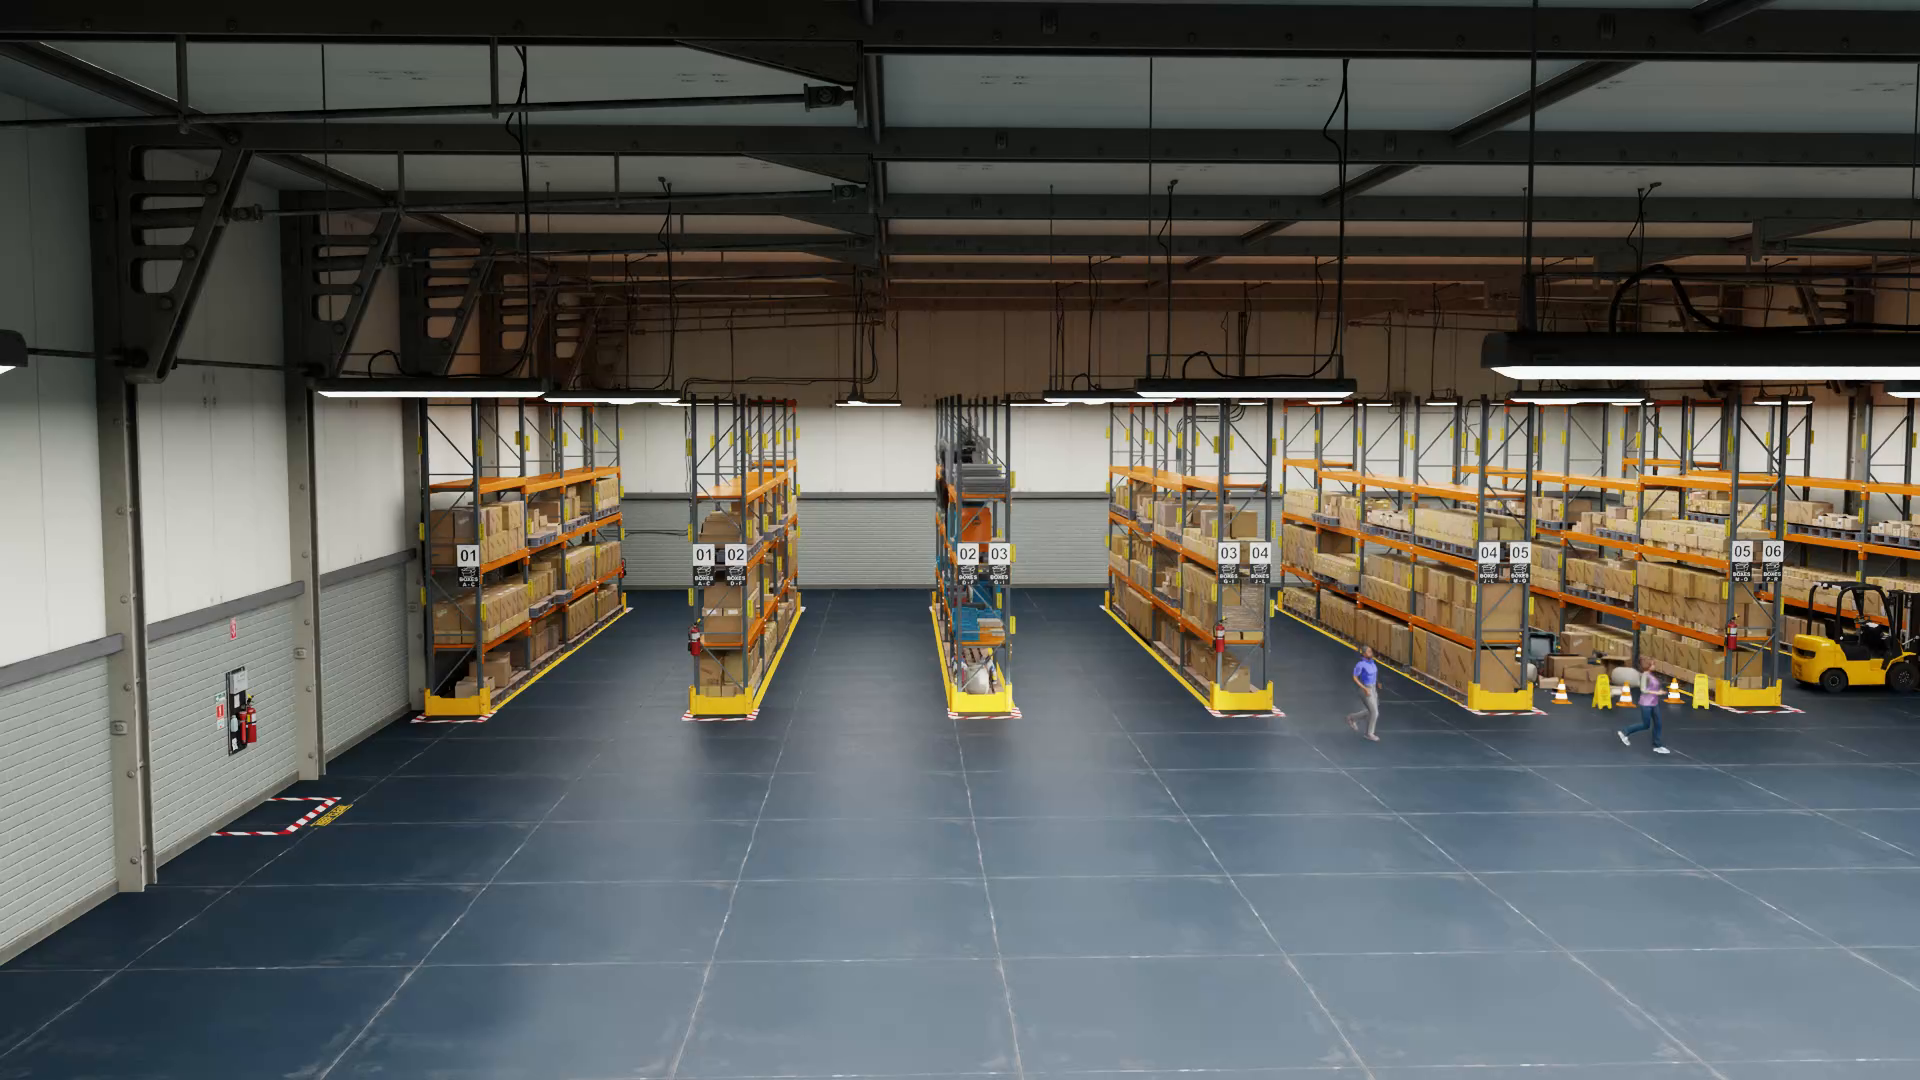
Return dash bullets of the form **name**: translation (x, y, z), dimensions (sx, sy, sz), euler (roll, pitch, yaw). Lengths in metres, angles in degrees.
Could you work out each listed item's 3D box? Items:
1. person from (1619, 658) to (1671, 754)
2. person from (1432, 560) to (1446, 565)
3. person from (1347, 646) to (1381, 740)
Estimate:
- **person**: translation (11.444, 2.749, 27.732), dimensions (0.819, 1.575, 0.552), euler (4, 6, 39)
- **person**: translation (14.370, 0.984, 49.306), dimensions (0.736, 1.814, 0.719), euler (0, 5, 6)
- **person**: translation (7.046, 2.647, 28.949), dimensions (0.615, 1.638, 0.576), euler (4, 6, 41)
